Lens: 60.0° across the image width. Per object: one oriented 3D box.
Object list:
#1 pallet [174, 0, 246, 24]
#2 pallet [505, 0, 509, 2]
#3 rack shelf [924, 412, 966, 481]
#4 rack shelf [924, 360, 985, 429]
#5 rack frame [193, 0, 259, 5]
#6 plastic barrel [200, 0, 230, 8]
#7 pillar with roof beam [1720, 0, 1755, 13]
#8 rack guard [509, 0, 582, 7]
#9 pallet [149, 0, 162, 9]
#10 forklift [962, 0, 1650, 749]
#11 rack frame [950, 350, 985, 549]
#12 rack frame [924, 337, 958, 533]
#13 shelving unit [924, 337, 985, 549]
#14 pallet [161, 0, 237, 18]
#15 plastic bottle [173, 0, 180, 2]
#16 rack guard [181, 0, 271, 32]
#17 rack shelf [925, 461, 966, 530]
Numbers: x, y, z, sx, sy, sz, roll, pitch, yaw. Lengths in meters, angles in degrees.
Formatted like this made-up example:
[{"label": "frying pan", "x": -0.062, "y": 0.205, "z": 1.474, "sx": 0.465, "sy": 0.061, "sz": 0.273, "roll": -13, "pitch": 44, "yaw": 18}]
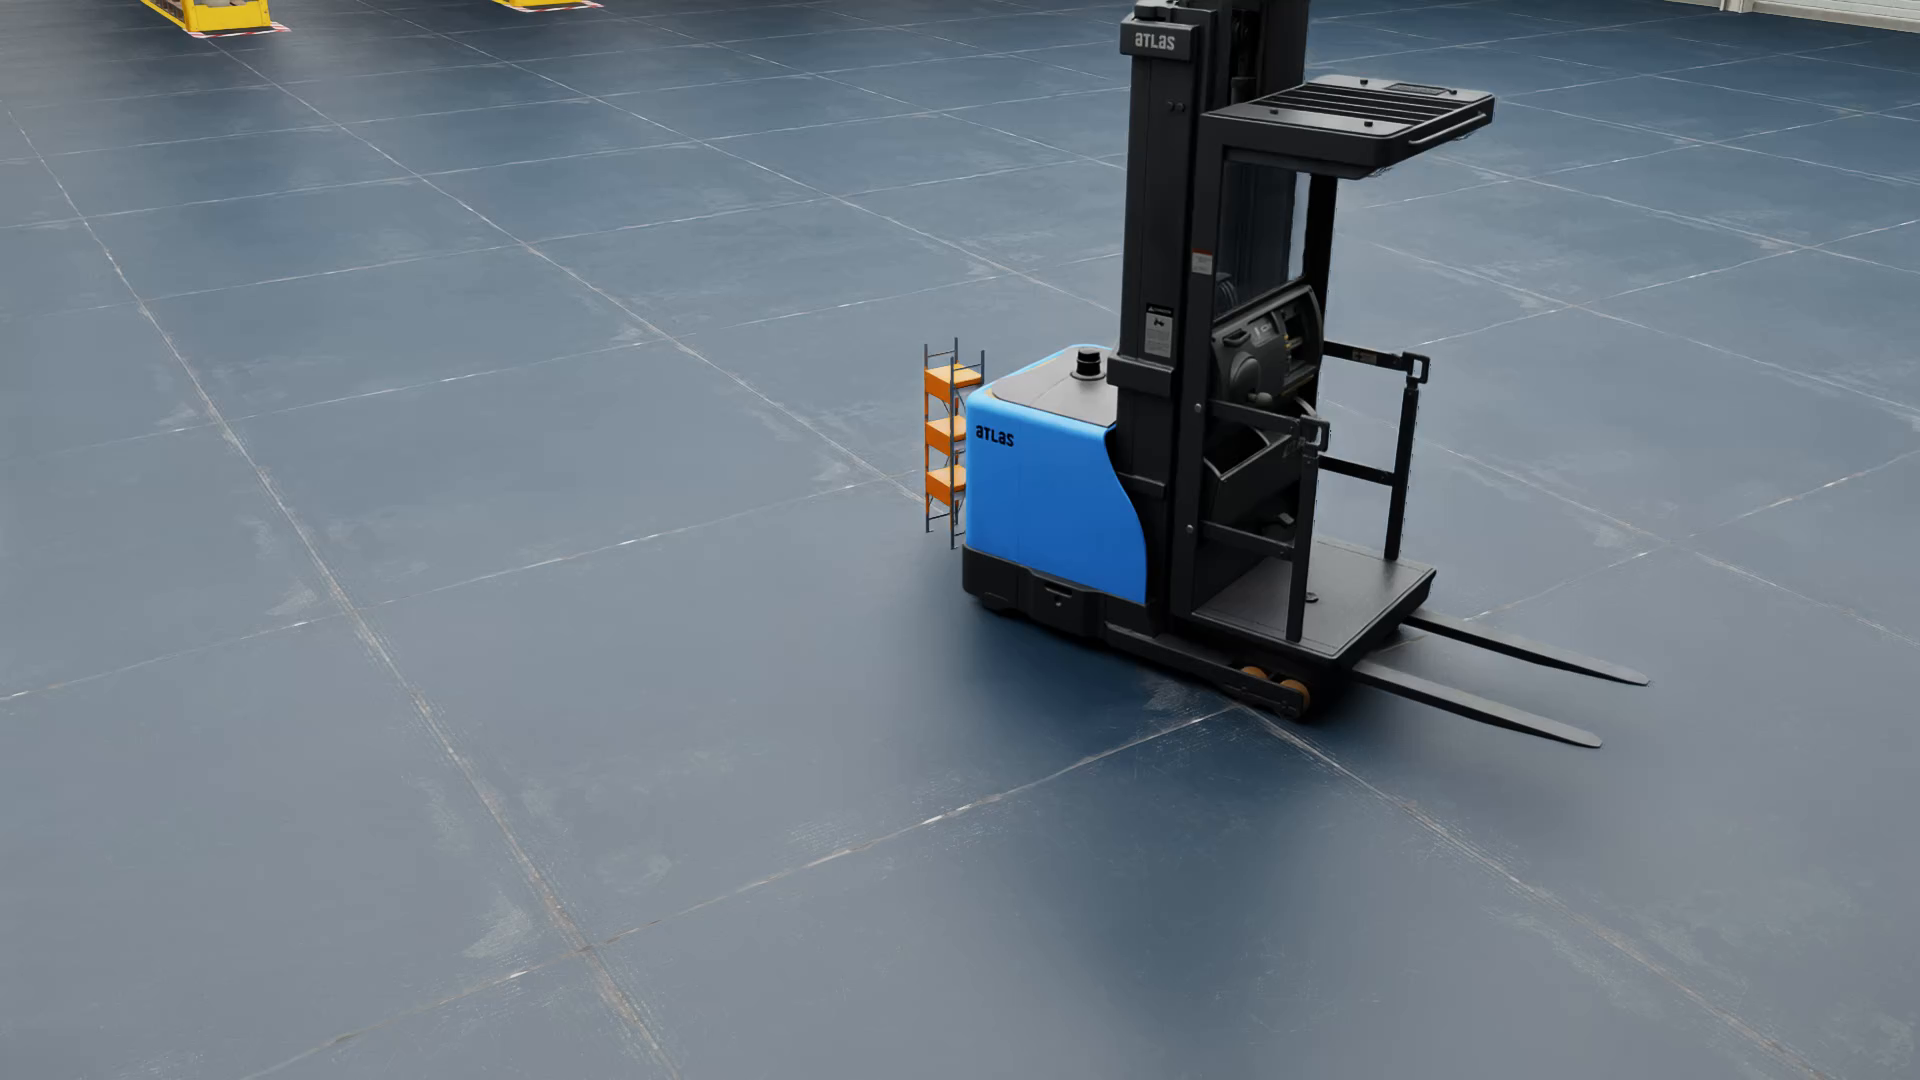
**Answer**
[{"label": "pallet", "x": -11.523, "y": -8.160, "z": 25.788, "sx": 1.003, "sy": 0.211, "sz": 1.213, "roll": -16, "pitch": 29, "yaw": -30}, {"label": "pallet", "x": -7.309, "y": -9.332, "z": 28.272, "sx": 1.003, "sy": 0.211, "sz": 1.213, "roll": -16, "pitch": 29, "yaw": -30}, {"label": "rack shelf", "x": -0.029, "y": -0.484, "z": 8.571, "sx": 0.215, "sy": 0.259, "sz": 0.240, "roll": -16, "pitch": 29, "yaw": -30}, {"label": "rack shelf", "x": -0.029, "y": -0.741, "z": 8.450, "sx": 0.215, "sy": 0.259, "sz": 0.240, "roll": -16, "pitch": 29, "yaw": -30}, {"label": "rack frame", "x": -11.003, "y": -9.113, "z": 24.541, "sx": 1.000, "sy": 3.000, "sz": 0.127, "roll": -16, "pitch": 29, "yaw": -30}, {"label": "plastic barrel", "x": -11.427, "y": -8.396, "z": 25.443, "sx": 0.421, "sy": 0.512, "sz": 0.421, "roll": 0, "pitch": 25, "yaw": 0}, {"label": "pillar with roof beam", "x": 8.925, "y": -11.612, "z": 22.806, "sx": 9.100, "sy": 9.000, "sz": 0.400, "roll": -16, "pitch": 29, "yaw": -30}, {"label": "rack guard", "x": -6.895, "y": -9.164, "z": 27.577, "sx": 1.175, "sy": 0.500, "sz": 0.348, "roll": -16, "pitch": 29, "yaw": -30}, {"label": "pallet", "x": -12.855, "y": -9.033, "z": 27.637, "sx": 1.003, "sy": 0.211, "sz": 1.213, "roll": -16, "pitch": 29, "yaw": -30}, {"label": "forklift", "x": 1.492, "y": -0.814, "z": 7.040, "sx": 3.031, "sy": 2.935, "sz": 1.130, "roll": 18, "pitch": 31, "yaw": 33}, {"label": "rack frame", "x": 0.037, "y": -0.450, "z": 8.474, "sx": 0.200, "sy": 1.050, "sz": 0.008, "roll": -16, "pitch": 29, "yaw": -30}, {"label": "rack frame", "x": -0.096, "y": -0.538, "z": 8.659, "sx": 0.200, "sy": 1.050, "sz": 0.008, "roll": -16, "pitch": 29, "yaw": -30}, {"label": "shelving unit", "x": -0.029, "y": -0.494, "z": 8.566, "sx": 0.215, "sy": 1.050, "sz": 0.252, "roll": -16, "pitch": 29, "yaw": -30}, {"label": "pallet", "x": -12.185, "y": -8.596, "z": 26.712, "sx": 1.003, "sy": 0.211, "sz": 1.213, "roll": -16, "pitch": 29, "yaw": -30}, {"label": "plastic bottle", "x": -12.373, "y": -8.601, "z": 26.219, "sx": 0.097, "sy": 0.201, "sz": 0.097, "roll": 0, "pitch": 25, "yaw": 0}, {"label": "rack guard", "x": -11.084, "y": -7.999, "z": 25.109, "sx": 1.175, "sy": 0.500, "sz": 0.348, "roll": -16, "pitch": 29, "yaw": -30}, {"label": "rack shelf", "x": -0.029, "y": -0.233, "z": 8.690, "sx": 0.215, "sy": 0.259, "sz": 0.240, "roll": -16, "pitch": 29, "yaw": -30}]
